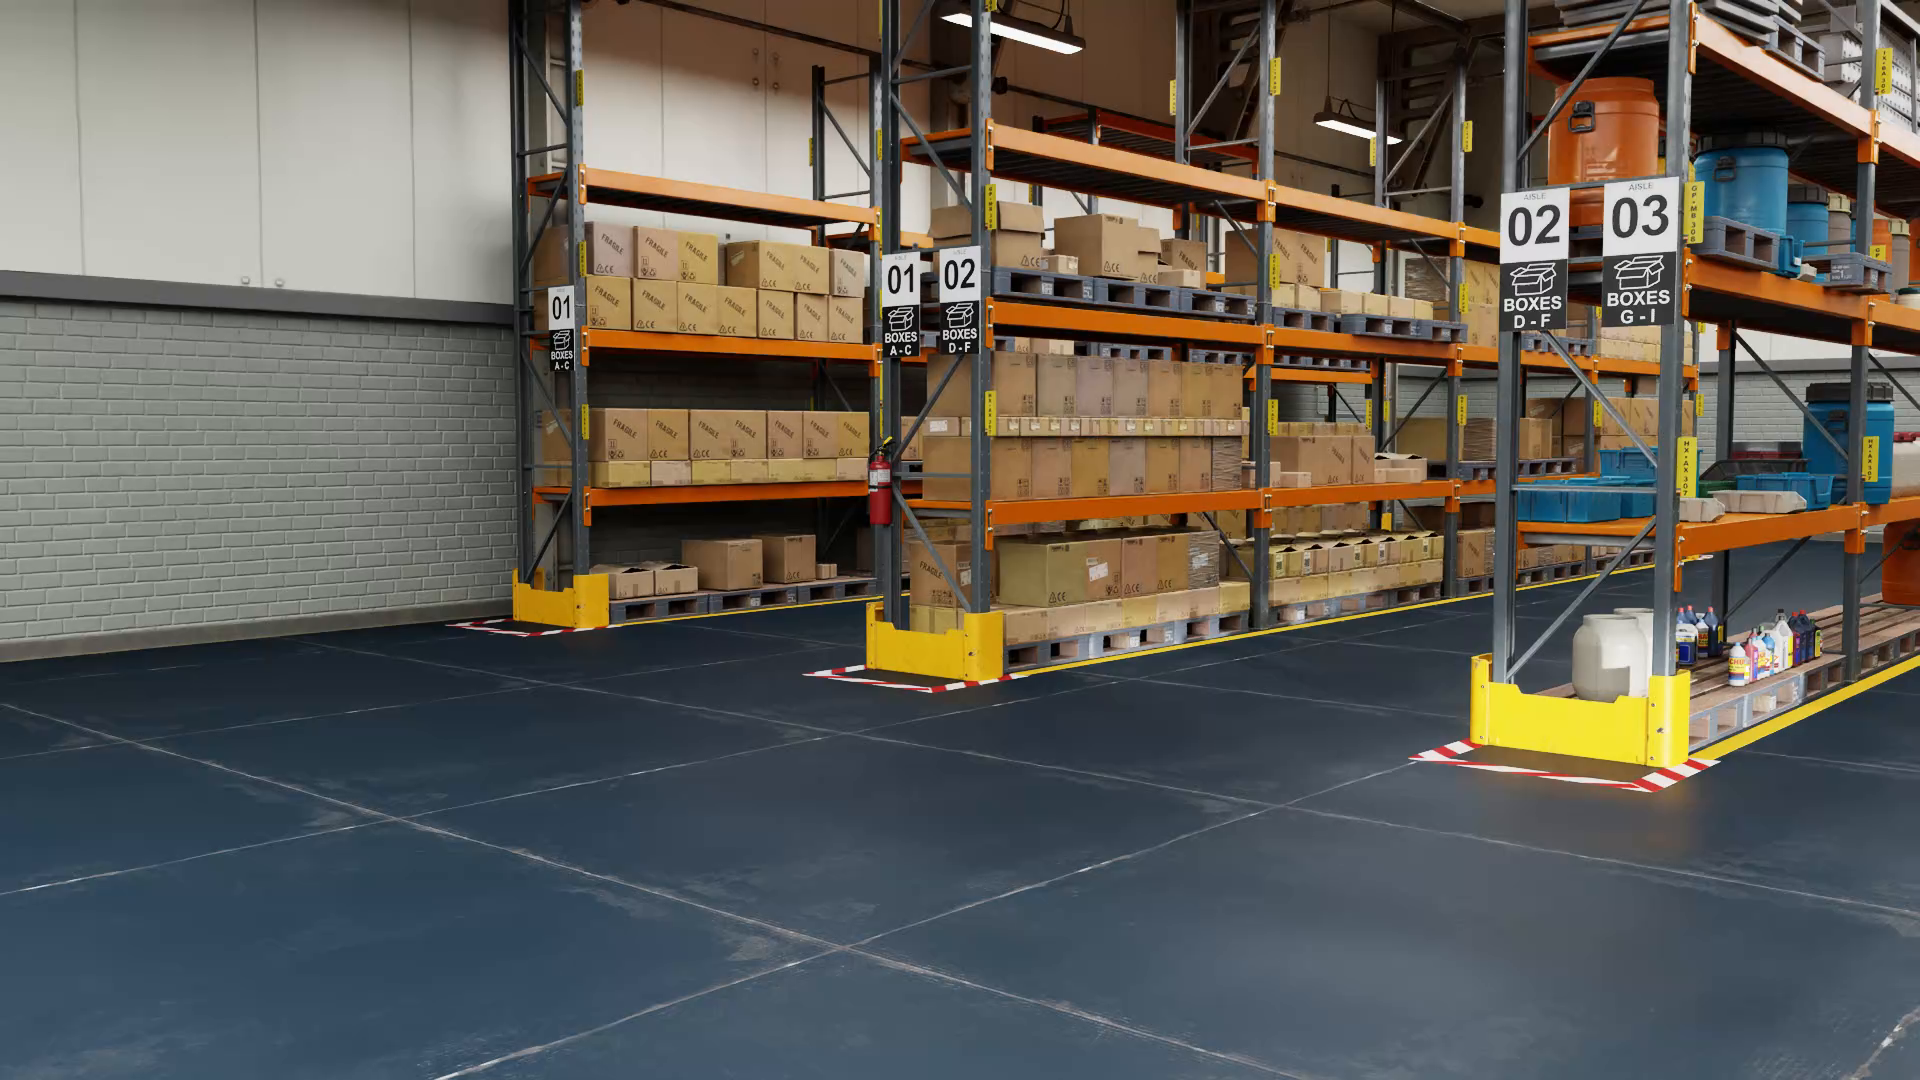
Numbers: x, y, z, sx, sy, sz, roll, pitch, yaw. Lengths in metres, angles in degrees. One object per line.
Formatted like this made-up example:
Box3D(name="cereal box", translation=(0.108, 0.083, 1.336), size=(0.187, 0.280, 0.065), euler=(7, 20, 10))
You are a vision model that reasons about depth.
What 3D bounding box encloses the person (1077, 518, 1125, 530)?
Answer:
Box3D(name="person", translation=(1.516, 0.255, 16.973), size=(0.442, 0.973, 0.860), euler=(3, 5, 38))
